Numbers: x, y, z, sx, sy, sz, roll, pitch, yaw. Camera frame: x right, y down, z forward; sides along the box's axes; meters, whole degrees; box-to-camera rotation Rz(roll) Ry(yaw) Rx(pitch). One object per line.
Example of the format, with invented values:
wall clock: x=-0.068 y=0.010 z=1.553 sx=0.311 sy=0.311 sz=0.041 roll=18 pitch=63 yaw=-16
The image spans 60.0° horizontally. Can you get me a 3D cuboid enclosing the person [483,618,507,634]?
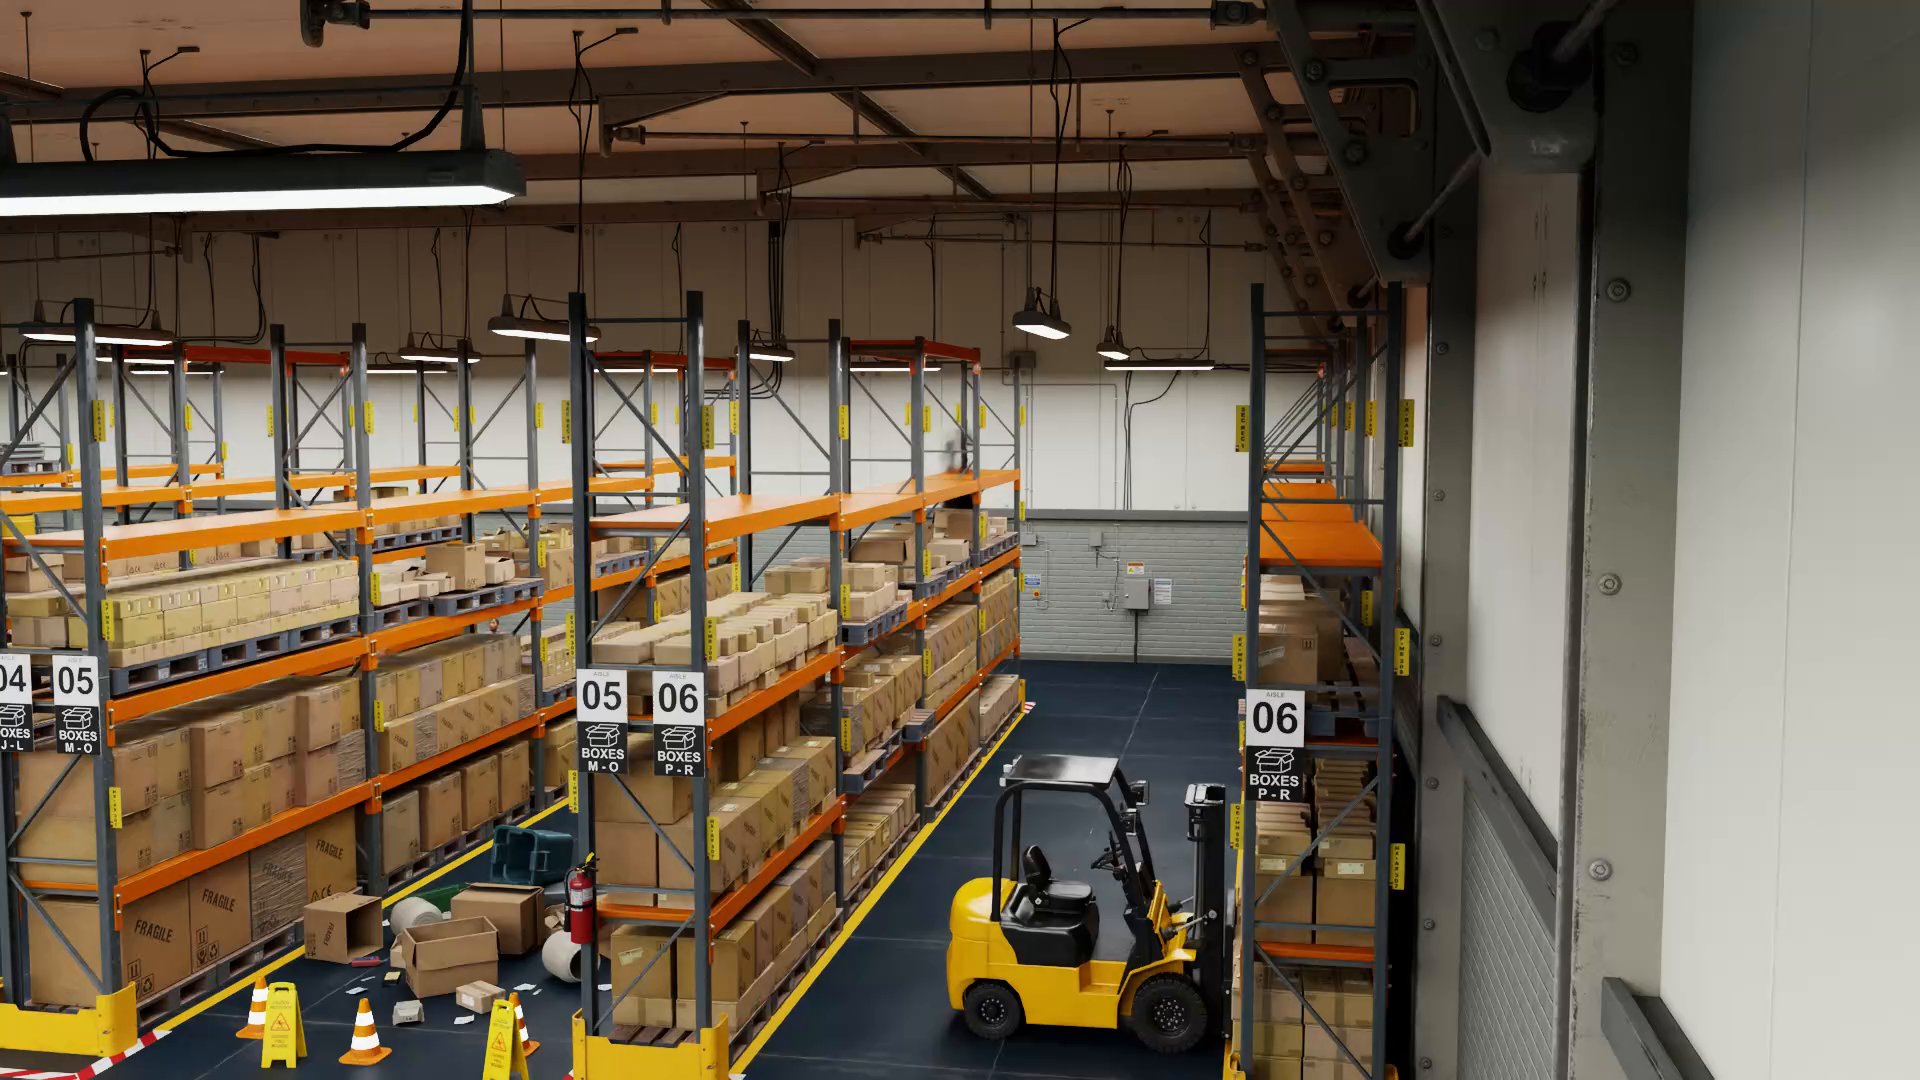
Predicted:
person: x=-7.815 y=2.124 z=27.863 sx=0.598 sy=1.688 sz=0.685 roll=0 pitch=5 yaw=3

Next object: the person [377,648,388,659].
person: x=-8.402 y=2.373 z=24.083 sx=0.638 sy=1.737 sz=0.686 roll=0 pitch=5 yaw=-1
